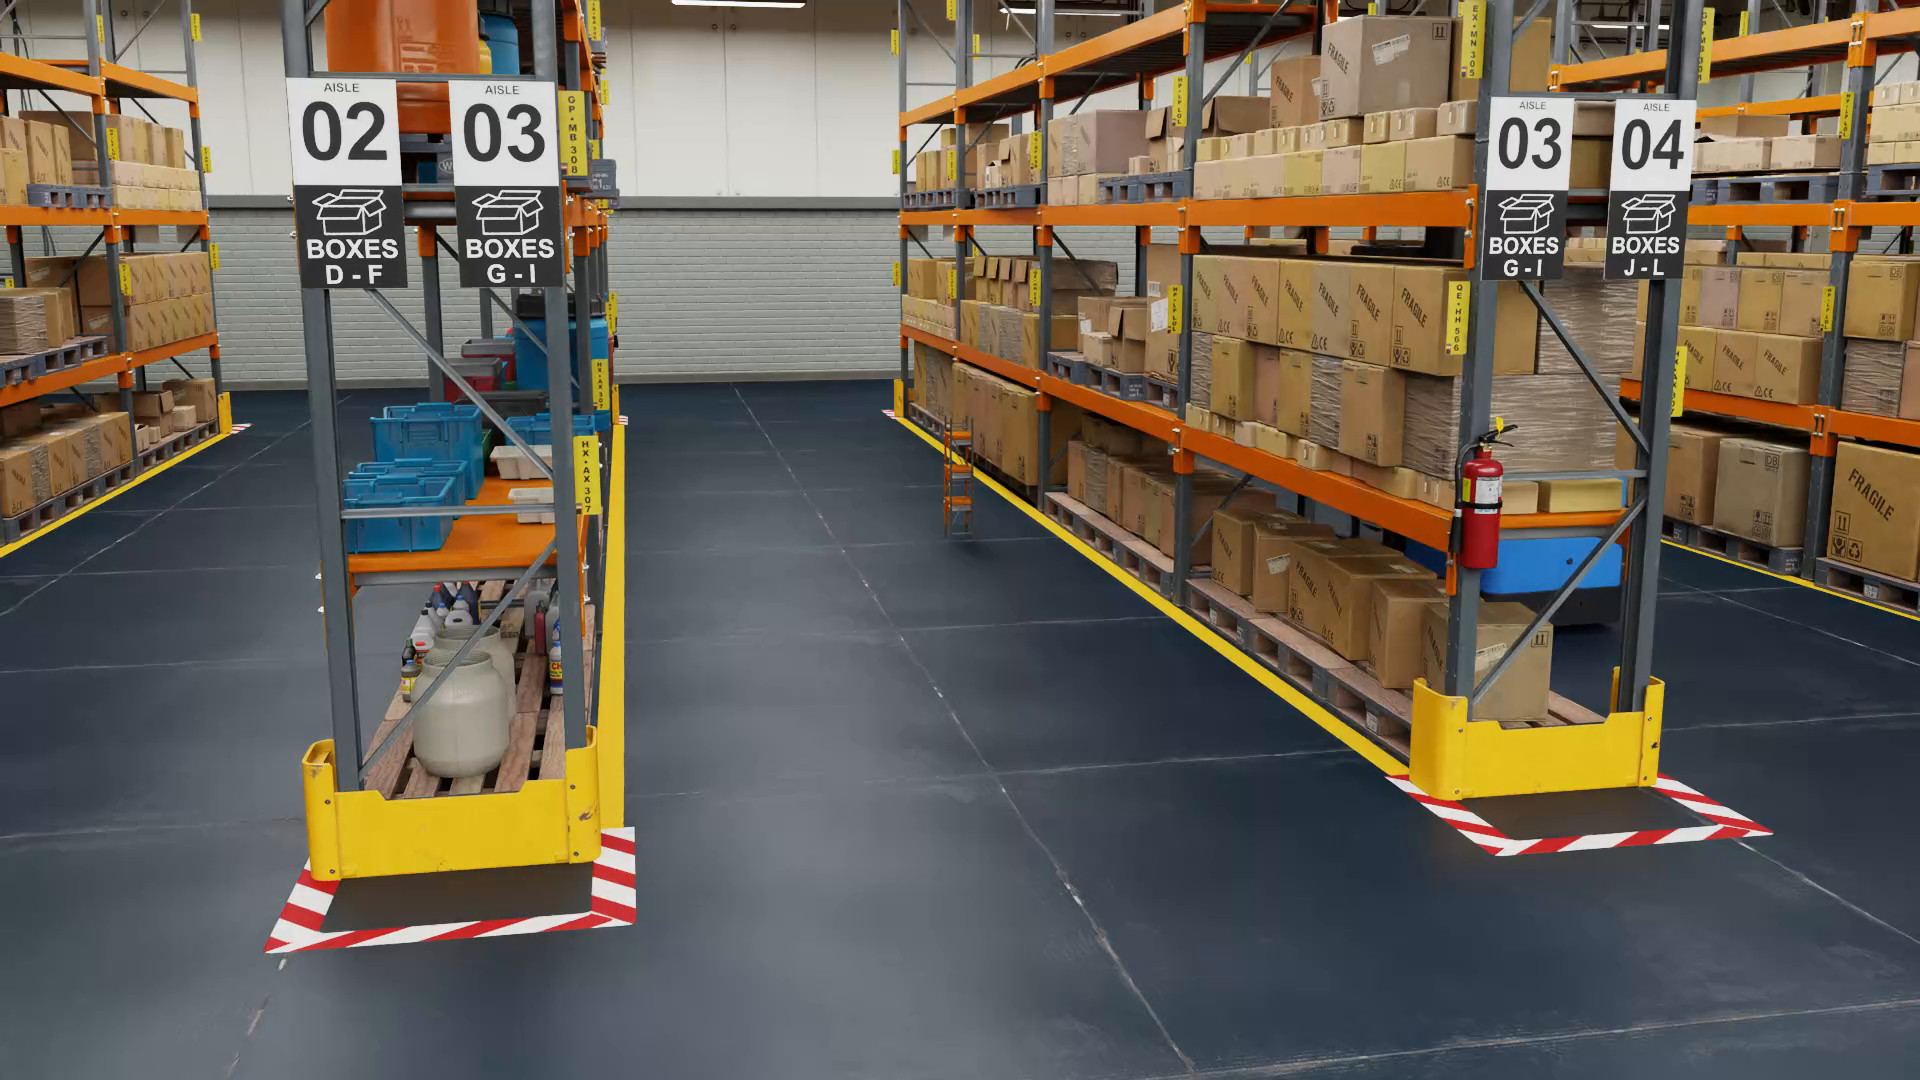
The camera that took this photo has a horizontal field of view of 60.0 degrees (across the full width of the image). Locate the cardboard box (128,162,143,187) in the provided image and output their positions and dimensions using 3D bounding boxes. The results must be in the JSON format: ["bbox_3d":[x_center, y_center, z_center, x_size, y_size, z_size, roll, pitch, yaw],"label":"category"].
[{"bbox_3d":[-9.215,-3.967,18.059,0.500,0.250,0.500,-2,11,-11],"label":"cardboard box"}]

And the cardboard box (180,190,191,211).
[{"bbox_3d":[-9.598,-4.089,20.034,0.500,0.250,0.500,-2,11,-11],"label":"cardboard box"}]

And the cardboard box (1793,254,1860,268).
[{"bbox_3d":[10.198,-3.117,19.607,0.500,0.500,0.500,-2,11,-12],"label":"cardboard box"}]

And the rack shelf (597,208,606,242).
[{"bbox_3d":[-4.017,-3.065,16.177,1.077,0.370,4.000,-2,11,-11],"label":"rack shelf"}]

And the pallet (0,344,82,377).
[{"bbox_3d":[-8.870,-1.660,15.411,1.003,0.211,1.213,-2,11,-11],"label":"pallet"}]

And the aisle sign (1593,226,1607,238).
[{"bbox_3d":[9.686,-4.887,24.897,0.394,0.787,0.004,-2,11,-11],"label":"aisle sign"}]

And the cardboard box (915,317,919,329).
[{"bbox_3d":[-0.378,-2.836,21.747,0.380,0.149,0.250,-2,11,-12],"label":"cardboard box"}]

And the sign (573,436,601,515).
[{"bbox_3d":[-1.531,-0.266,6.829,0.100,0.325,0.005,-2,11,-11],"label":"sign"}]

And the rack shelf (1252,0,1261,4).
[{"bbox_3d":[4.949,-7.246,21.237,1.077,0.370,4.000,-2,11,-11],"label":"rack shelf"}]

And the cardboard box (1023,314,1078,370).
[{"bbox_3d":[0.892,-1.888,15.828,0.500,0.500,0.500,-2,11,-9],"label":"cardboard box"}]

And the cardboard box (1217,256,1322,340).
[{"bbox_3d":[1.946,-1.527,10.461,0.500,0.500,0.500,-2,11,-11],"label":"cardboard box"}]

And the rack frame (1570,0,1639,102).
[{"bbox_3d":[9.396,-6.533,24.451,1.000,3.000,0.127,-2,11,-11],"label":"rack frame"}]

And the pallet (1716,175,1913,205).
[{"bbox_3d":[6.667,-2.732,13.017,0.805,0.209,1.217,-3,11,-13],"label":"pallet"}]

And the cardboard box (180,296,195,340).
[{"bbox_3d":[-9.493,-2.656,19.859,0.500,0.500,0.500,-2,11,-11],"label":"cardboard box"}]

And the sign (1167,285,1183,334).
[{"bbox_3d":[1.465,-1.572,11.337,0.100,0.325,0.005,-2,11,-11],"label":"sign"}]

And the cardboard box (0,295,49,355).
[{"bbox_3d":[-8.711,-1.940,14.975,0.700,0.500,0.500,0,11,0],"label":"cardboard box"}]

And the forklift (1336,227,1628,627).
[{"bbox_3d":[3.481,-1.078,12.019,1.130,2.935,3.031,-3,11,-16],"label":"forklift"}]

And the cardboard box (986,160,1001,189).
[{"bbox_3d":[0.578,-3.923,17.878,0.500,0.311,0.500,-3,11,-13],"label":"cardboard box"}]

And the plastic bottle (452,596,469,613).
[{"bbox_3d":[-2.953,0.465,9.849,0.097,0.271,0.097,0,11,0],"label":"plastic bottle"}]

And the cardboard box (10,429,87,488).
[{"bbox_3d":[-8.602,-0.764,15.696,0.500,0.500,0.500,-3,11,-13],"label":"cardboard box"}]

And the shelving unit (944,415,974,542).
[{"bbox_3d":[-0.010,-0.526,14.150,0.215,1.050,0.252,-2,11,-11],"label":"shelving unit"}]

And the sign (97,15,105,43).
[{"bbox_3d":[-10.575,-6.291,20.470,0.100,0.325,0.005,-2,11,-11],"label":"sign"}]

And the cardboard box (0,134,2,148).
[{"bbox_3d":[-8.764,-3.679,14.541,0.500,0.500,0.500,-2,11,-11],"label":"cardboard box"}]

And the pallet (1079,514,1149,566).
[{"bbox_3d":[1.615,-0.021,13.744,1.003,0.211,1.213,-2,11,-11],"label":"pallet"}]

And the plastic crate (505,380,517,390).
[{"bbox_3d":[-3.465,-1.049,12.253,0.450,0.188,0.662,-2,11,-11],"label":"plastic crate"}]

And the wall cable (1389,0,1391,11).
[{"bbox_3d":[6.495,-10.456,29.019,2.355,3.000,0.029,-2,11,-11],"label":"wall cable"}]

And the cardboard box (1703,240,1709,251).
[{"bbox_3d":[9.857,-3.808,21.505,0.380,0.149,0.250,-2,11,-10],"label":"cardboard box"}]

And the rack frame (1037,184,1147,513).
[{"bbox_3d":[1.231,-1.758,15.409,1.000,3.000,0.127,-2,11,-11],"label":"rack frame"}]

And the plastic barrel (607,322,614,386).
[{"bbox_3d":[-3.240,-1.570,14.061,0.600,0.536,0.708,-2,11,-11],"label":"plastic barrel"}]

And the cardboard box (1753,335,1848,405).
[{"bbox_3d":[6.530,-1.321,12.848,0.500,0.500,0.500,-2,11,-11],"label":"cardboard box"}]

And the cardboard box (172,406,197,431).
[{"bbox_3d":[-9.540,-1.465,20.047,0.500,0.250,0.500,-2,11,-11],"label":"cardboard box"}]

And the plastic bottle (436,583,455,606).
[{"bbox_3d":[-3.100,0.404,9.958,0.144,0.351,0.185,-2,11,-9],"label":"plastic bottle"}]

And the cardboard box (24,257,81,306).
[{"bbox_3d":[-9.617,-2.755,17.710,0.500,0.500,0.500,-2,11,-11],"label":"cardboard box"}]

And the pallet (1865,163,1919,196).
[{"bbox_3d":[7.043,-2.466,11.343,1.003,0.211,1.213,-2,11,-11],"label":"pallet"}]

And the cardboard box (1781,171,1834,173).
[{"bbox_3d":[6.876,-3.058,13.500,0.380,0.149,0.250,-2,11,-11],"label":"cardboard box"}]

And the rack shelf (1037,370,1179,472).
[{"bbox_3d":[1.620,-1.038,13.549,1.077,0.370,4.000,-2,11,-11],"label":"rack shelf"}]

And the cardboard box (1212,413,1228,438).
[{"bbox_3d":[1.867,-0.759,10.835,0.380,0.149,0.250,-2,11,-11],"label":"cardboard box"}]

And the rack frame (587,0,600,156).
[{"bbox_3d":[-4.406,-5.258,17.757,1.000,3.000,0.127,-2,11,-11],"label":"rack frame"}]

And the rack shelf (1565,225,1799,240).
[{"bbox_3d":[9.785,-4.339,22.871,1.077,0.370,4.000,-2,11,-11],"label":"rack shelf"}]

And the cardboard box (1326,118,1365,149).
[{"bbox_3d":[2.181,-2.165,8.860,0.380,0.149,0.250,-3,11,-14],"label":"cardboard box"}]

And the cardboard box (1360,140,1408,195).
[{"bbox_3d":[2.344,-1.861,8.331,0.500,0.250,0.500,-2,11,-11],"label":"cardboard box"}]

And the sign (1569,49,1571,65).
[{"bbox_3d":[8.850,-7.050,24.249,0.100,0.325,0.005,-2,11,-11],"label":"sign"}]

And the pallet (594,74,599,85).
[{"bbox_3d":[-4.215,-4.818,17.020,1.003,0.211,1.213,-2,11,-11],"label":"pallet"}]

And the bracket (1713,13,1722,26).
[{"bbox_3d":[13.734,-9.507,30.452,0.235,0.232,0.430,-2,11,-11],"label":"bracket"}]

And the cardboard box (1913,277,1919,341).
[{"bbox_3d":[7.153,-1.625,11.420,0.875,0.550,0.550,-2,11,-11],"label":"cardboard box"}]

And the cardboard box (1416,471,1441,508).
[{"bbox_3d":[2.481,-0.258,8.200,0.380,0.149,0.250,-2,11,-11],"label":"cardboard box"}]

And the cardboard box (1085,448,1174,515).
[{"bbox_3d":[1.501,-0.523,14.428,0.700,0.500,0.500,-3,11,-16],"label":"cardboard box"}]

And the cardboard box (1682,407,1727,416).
[{"bbox_3d":[10.157,-1.918,21.983,0.875,0.438,0.875,-2,11,-12],"label":"cardboard box"}]

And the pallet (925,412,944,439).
[{"bbox_3d":[0.141,-1.488,21.450,1.003,0.211,1.213,-2,11,-11],"label":"pallet"}]

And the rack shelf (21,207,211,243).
[{"bbox_3d":[-9.654,-3.619,19.089,1.077,0.370,4.000,-2,11,-11],"label":"rack shelf"}]

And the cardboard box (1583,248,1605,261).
[{"bbox_3d":[9.317,-3.933,23.895,0.500,0.500,0.500,-2,11,-13],"label":"cardboard box"}]

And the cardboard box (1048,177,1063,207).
[{"bbox_3d":[1.073,-3.062,14.641,0.500,0.250,0.500,-2,11,-10],"label":"cardboard box"}]

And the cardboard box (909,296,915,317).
[{"bbox_3d":[-0.389,-3.105,22.091,0.500,0.250,0.500,-2,11,-12],"label":"cardboard box"}]

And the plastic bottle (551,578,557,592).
[{"bbox_3d":[-2.442,0.349,10.250,0.144,0.351,0.185,-2,11,-13],"label":"plastic bottle"}]

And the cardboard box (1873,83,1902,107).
[{"bbox_3d":[6.631,-3.104,11.610,0.380,0.149,0.250,-2,11,-10],"label":"cardboard box"}]

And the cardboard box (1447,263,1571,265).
[{"bbox_3d":[2.857,-1.180,8.635,0.500,0.500,0.500,-2,11,-11],"label":"cardboard box"}]
